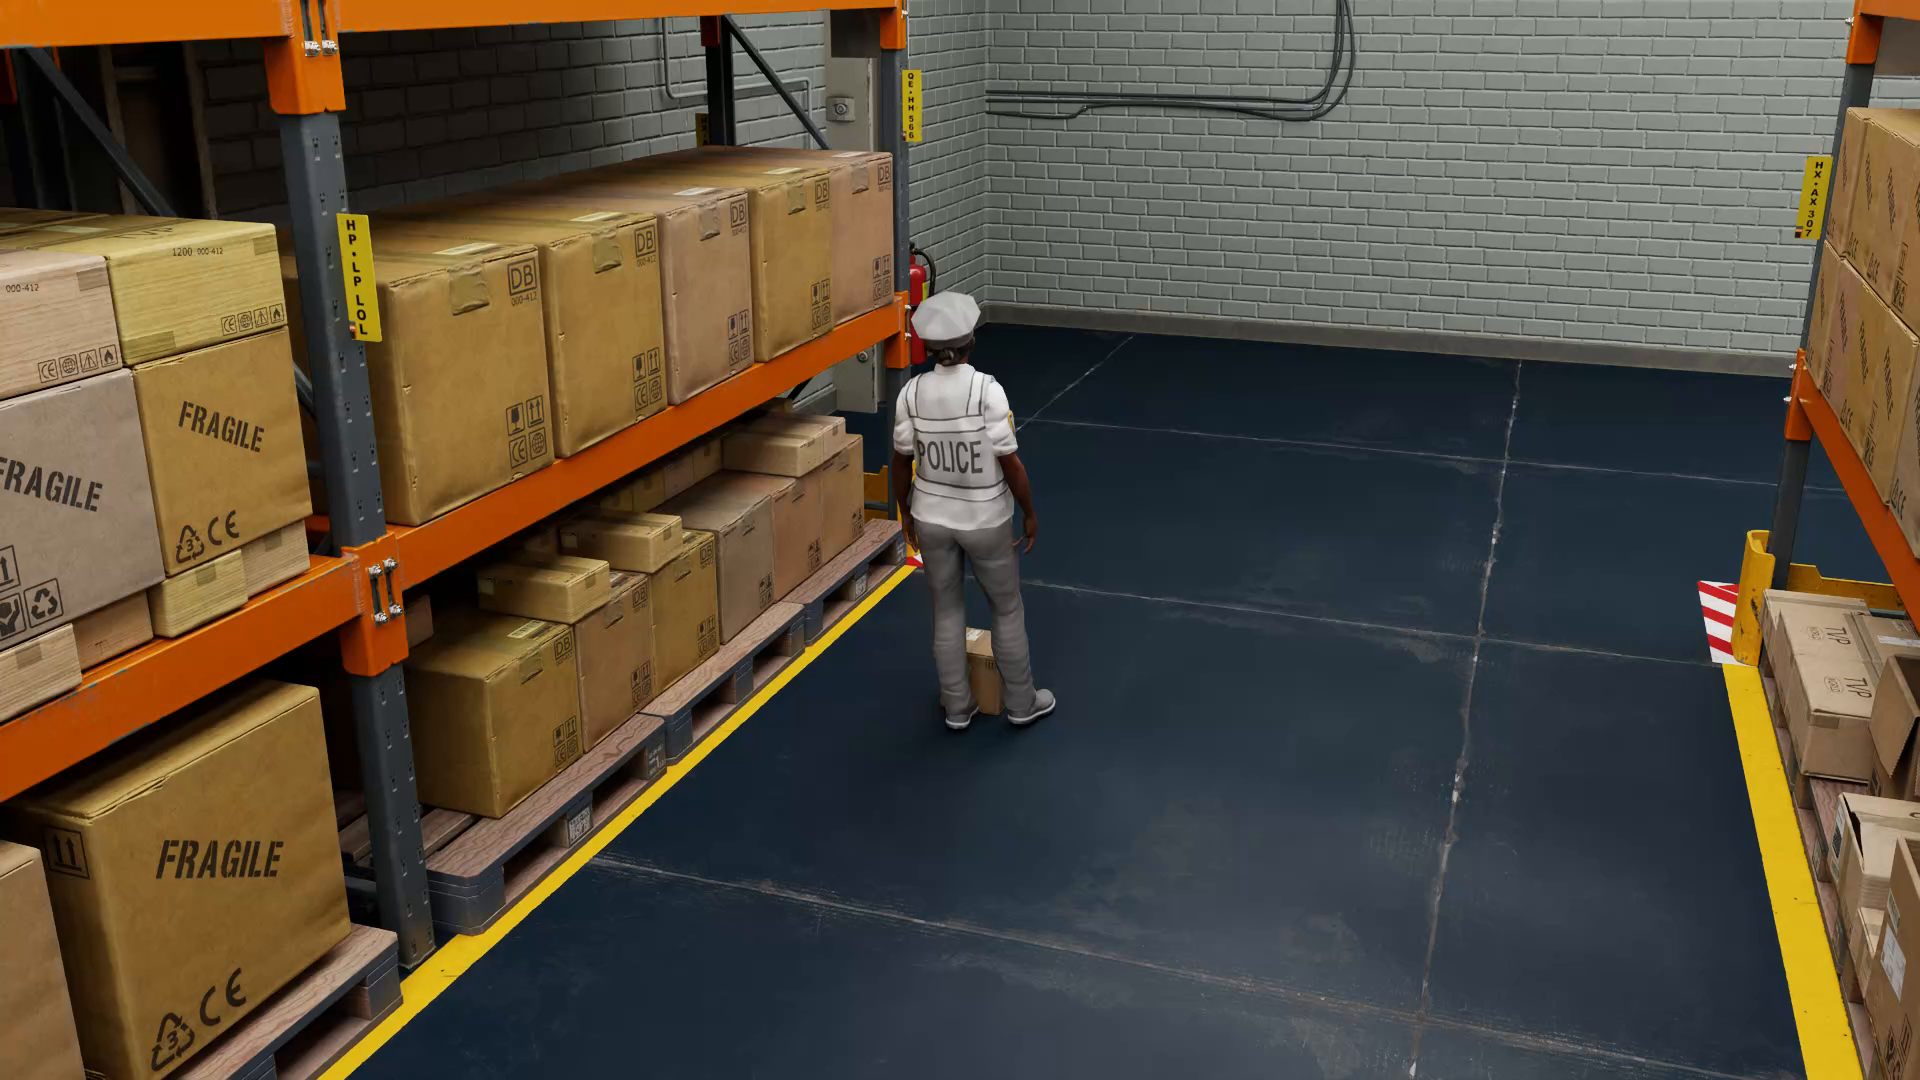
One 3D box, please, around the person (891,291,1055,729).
[{"bbox_3d":[0.048,-0.099,6.273,0.570,1.695,0.529,6,20,18],"label":"person"}]
